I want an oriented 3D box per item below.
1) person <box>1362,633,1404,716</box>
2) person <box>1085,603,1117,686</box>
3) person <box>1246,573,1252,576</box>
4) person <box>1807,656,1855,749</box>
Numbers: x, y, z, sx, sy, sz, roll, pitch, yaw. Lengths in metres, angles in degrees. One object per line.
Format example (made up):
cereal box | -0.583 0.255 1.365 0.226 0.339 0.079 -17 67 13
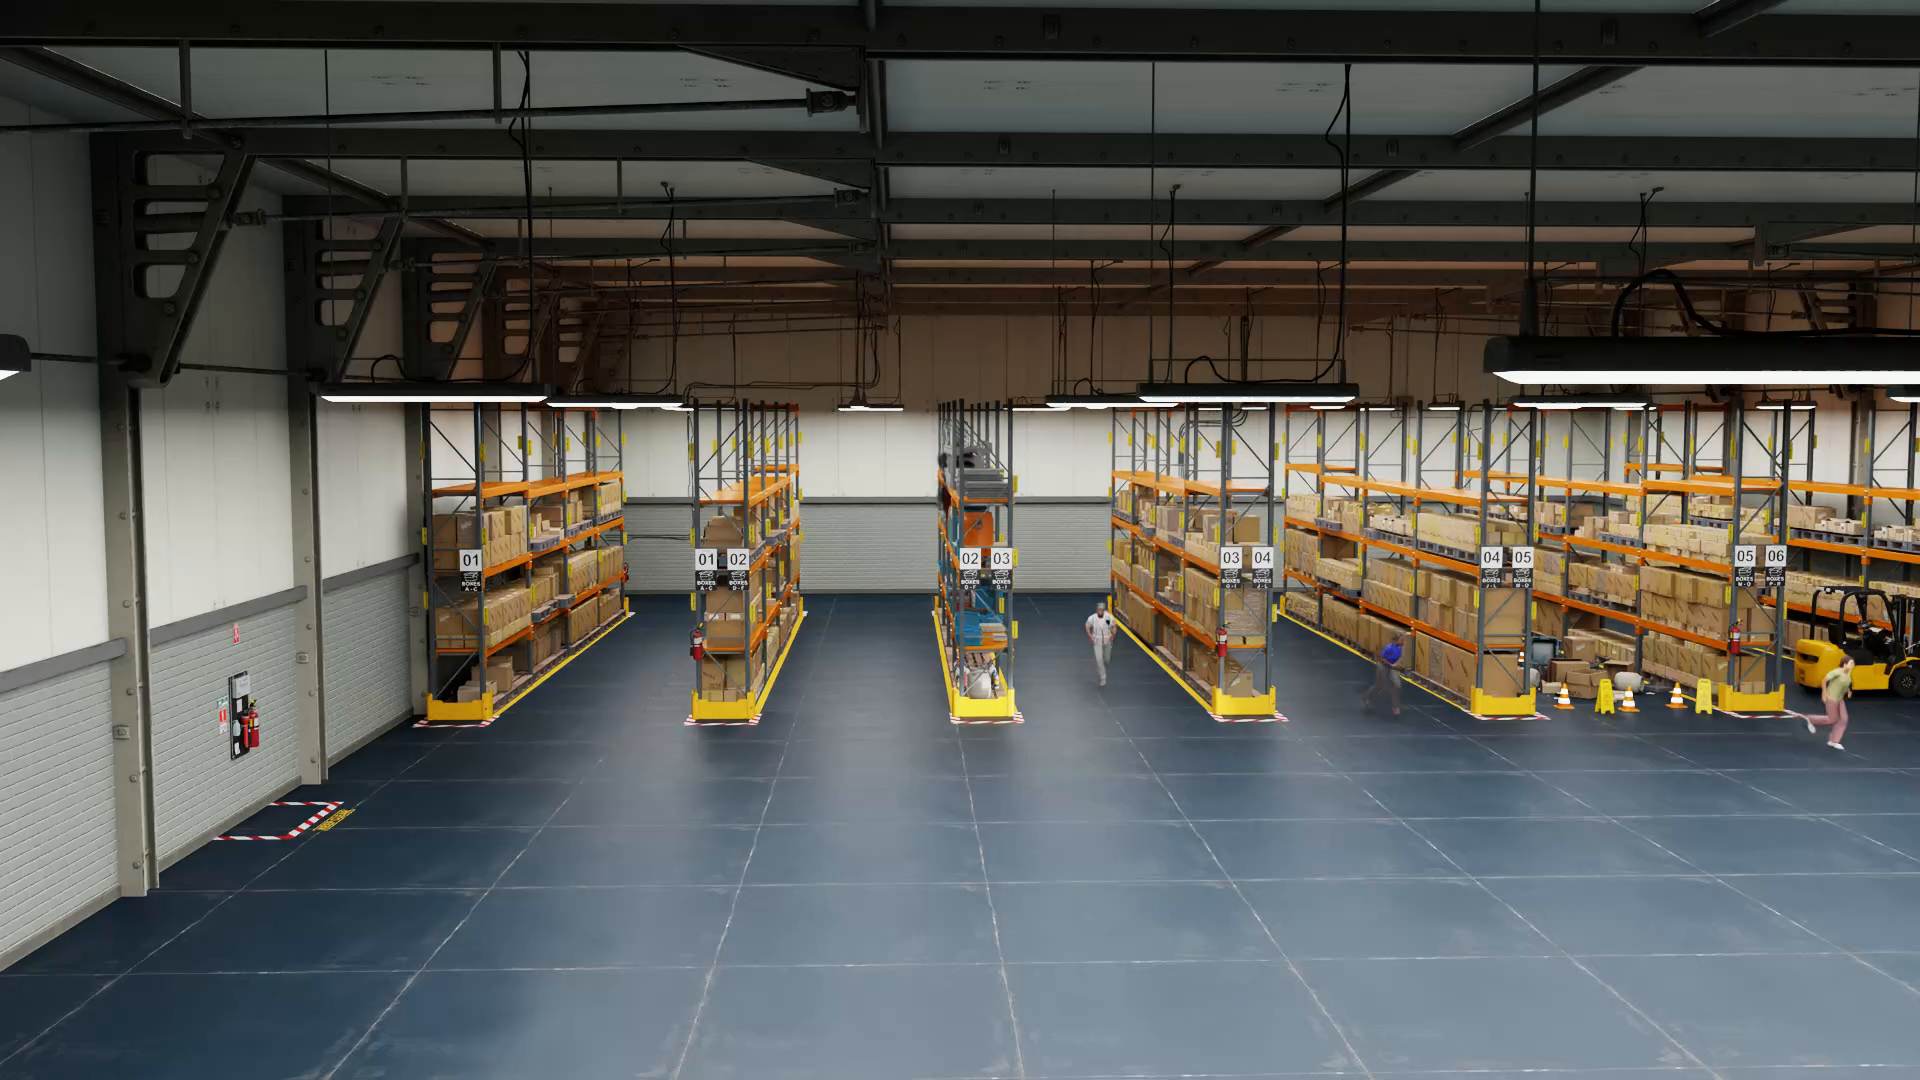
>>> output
person | 8.146 2.543 31.899 0.617 1.615 0.923 -3 6 -38
person | 2.991 2.192 35.477 0.645 1.774 0.958 0 4 -5
person | 8.046 1.330 46.432 0.682 1.779 0.678 0 4 4
person | 15.038 2.768 28.713 0.577 1.611 0.802 -3 5 -33
